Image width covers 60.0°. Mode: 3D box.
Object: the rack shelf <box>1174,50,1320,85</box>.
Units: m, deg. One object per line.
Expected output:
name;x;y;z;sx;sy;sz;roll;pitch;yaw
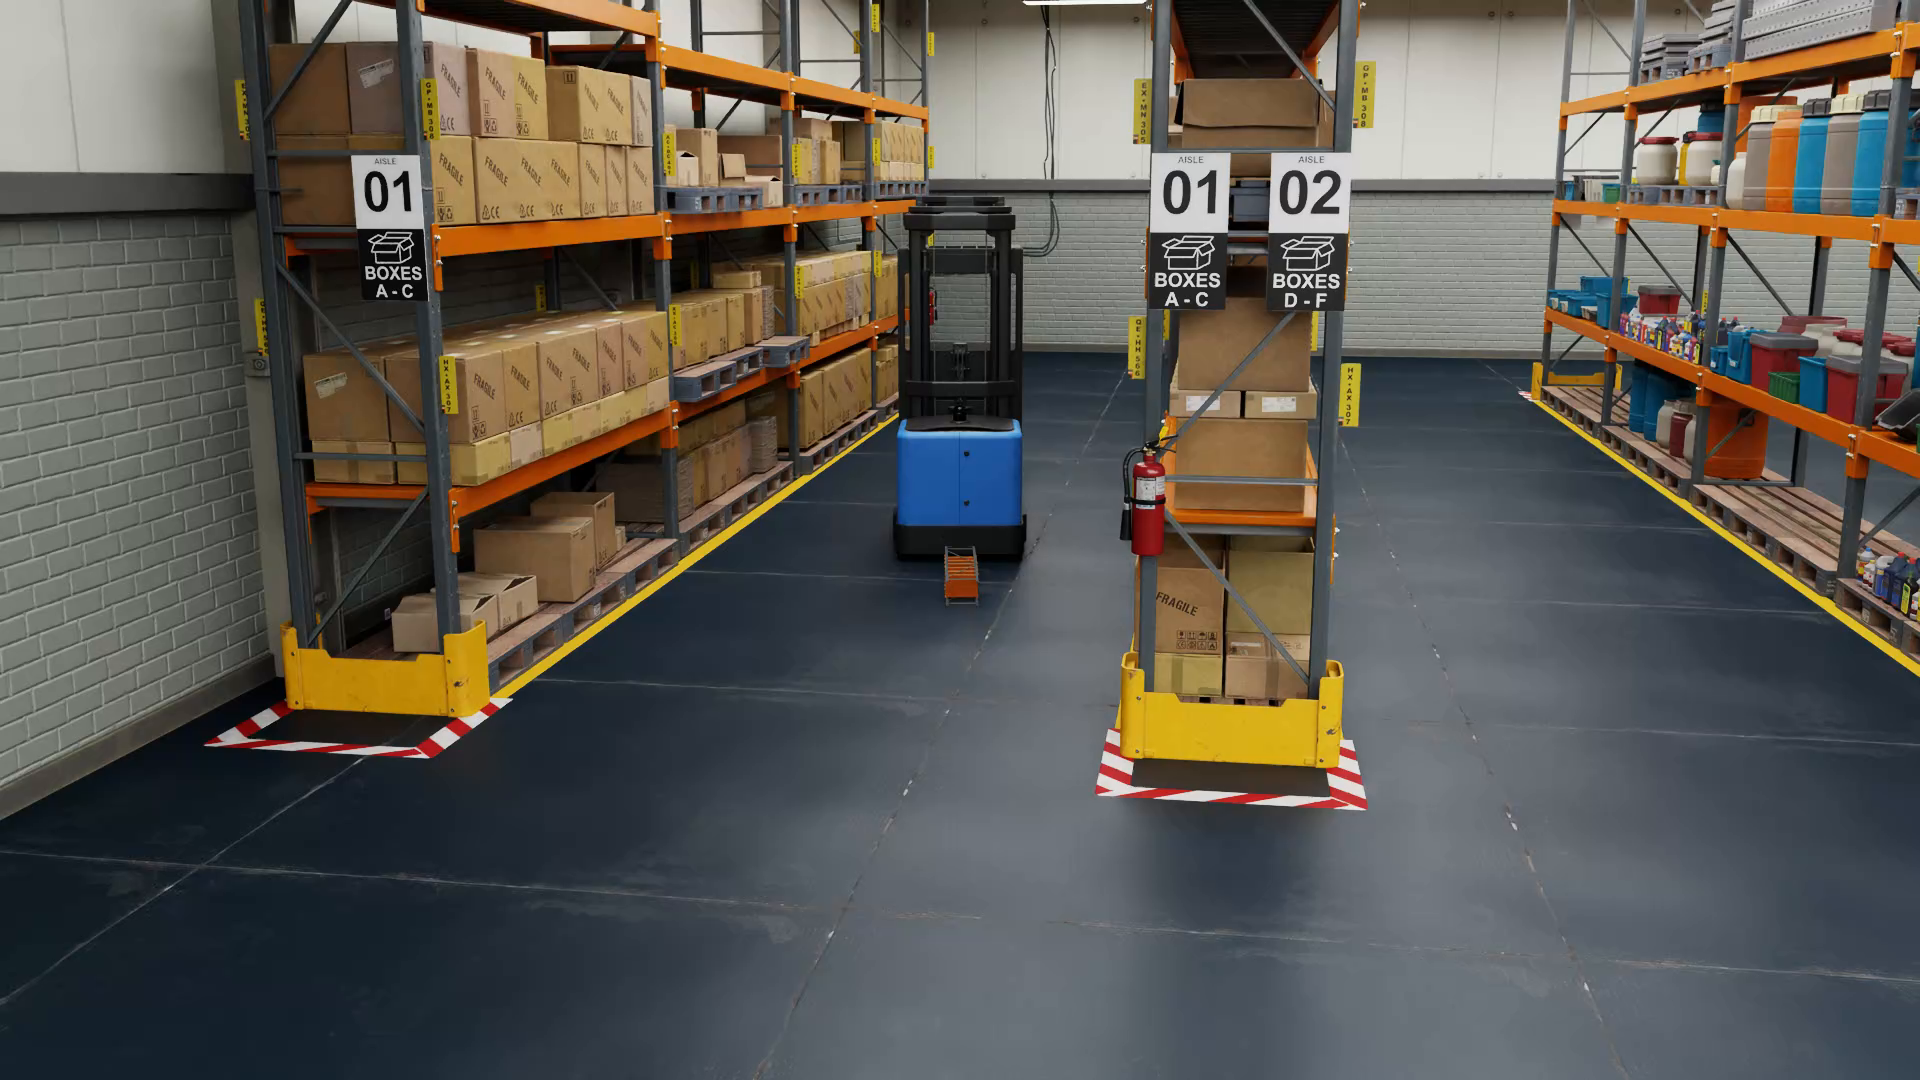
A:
rack shelf;2.395;-3.943;14.088;1.077;0.370;4.000;2;12;9

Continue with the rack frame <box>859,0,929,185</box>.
rack frame;-0.963;-6.732;24.371;1.000;3.000;0.127;2;12;9

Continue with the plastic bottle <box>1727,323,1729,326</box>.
plastic bottle;8.209;-2.182;17.804;0.097;0.271;0.097;0;12;0

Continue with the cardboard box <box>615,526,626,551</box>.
cardboard box;-2.861;-0.019;13.142;0.380;0.166;0.250;0;12;1

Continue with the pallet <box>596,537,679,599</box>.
pallet;-2.877;0.203;13.051;1.003;0.211;1.213;2;12;9

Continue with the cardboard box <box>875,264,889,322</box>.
cardboard box;-1.478;-3.226;21.629;0.980;0.700;0.700;2;12;10

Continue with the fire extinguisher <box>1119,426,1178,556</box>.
fire extinguisher;0.995;-0.262;8.770;0.296;0.674;0.183;2;12;9

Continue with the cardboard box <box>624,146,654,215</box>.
cardboard box;-2.642;-2.713;12.555;0.500;0.500;0.500;2;12;10

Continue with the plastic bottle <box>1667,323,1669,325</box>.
plastic bottle;7.522;-2.156;17.655;0.061;0.283;0.133;2;12;9

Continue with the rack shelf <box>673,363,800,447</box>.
rack shelf;-2.501;-1.366;15.419;1.077;0.370;4.000;2;12;9

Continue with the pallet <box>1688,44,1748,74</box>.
pallet;7.737;-4.607;15.908;1.213;0.211;1.003;2;12;9

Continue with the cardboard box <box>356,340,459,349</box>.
cardboard box;-3.474;-0.981;10.455;0.500;0.500;0.500;2;12;9

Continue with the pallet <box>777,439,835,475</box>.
pallet;-1.997;-0.932;18.319;1.003;0.211;1.213;2;12;9

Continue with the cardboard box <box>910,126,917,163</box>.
cardboard box;-0.893;-5.548;23.339;0.500;0.500;0.500;2;12;10

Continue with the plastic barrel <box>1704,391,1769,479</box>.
plastic barrel;7.654;-1.060;16.445;0.600;0.830;0.708;2;12;9

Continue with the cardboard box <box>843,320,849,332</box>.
cardboard box;-1.536;-2.563;19.813;0.380;0.149;0.250;2;12;9

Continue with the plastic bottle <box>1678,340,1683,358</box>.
plastic bottle;7.353;-1.946;16.875;0.097;0.201;0.097;0;12;0

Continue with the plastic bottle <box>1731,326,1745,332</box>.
plastic bottle;8.195;-2.121;17.508;0.152;0.276;0.135;2;12;9

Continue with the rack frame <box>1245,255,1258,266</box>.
rack frame;2.702;-1.974;16.534;1.000;3.000;0.127;2;12;9

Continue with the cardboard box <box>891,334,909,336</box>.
cardboard box;-0.811;-2.918;24.311;0.380;0.149;0.250;2;12;8

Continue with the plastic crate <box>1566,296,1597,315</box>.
plastic crate;8.261;-3.111;22.064;0.416;0.233;0.300;2;12;9

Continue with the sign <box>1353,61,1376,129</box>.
sign;2.019;-2.222;8.301;0.100;0.325;0.005;2;12;9

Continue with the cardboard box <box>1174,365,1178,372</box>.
cardboard box;1.501;-0.975;10.122;0.380;0.149;0.250;2;12;10

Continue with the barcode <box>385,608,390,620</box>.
barcode;-3.621;0.468;10.516;0.001;0.075;0.075;2;12;9

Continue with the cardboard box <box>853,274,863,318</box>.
cardboard box;-1.469;-2.960;20.117;0.500;0.500;0.500;2;12;9

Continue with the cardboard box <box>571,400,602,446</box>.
cardboard box;-2.805;-0.816;11.468;0.500;0.250;0.500;2;12;9

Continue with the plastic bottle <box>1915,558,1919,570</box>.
plastic bottle;6.589;0.259;11.416;0.144;0.351;0.185;2;12;9

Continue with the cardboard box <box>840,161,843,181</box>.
cardboard box;-1.704;-4.764;21.480;0.500;0.250;0.500;2;12;9

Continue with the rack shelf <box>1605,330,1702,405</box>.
rack shelf;7.904;-1.878;17.793;1.077;0.370;4.000;2;12;9

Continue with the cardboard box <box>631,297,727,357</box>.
cardboard box;-2.533;-1.924;15.021;0.700;0.500;0.500;4;13;16

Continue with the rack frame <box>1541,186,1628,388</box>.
rack frame;8.826;-3.478;23.513;1.000;3.000;0.127;2;12;9

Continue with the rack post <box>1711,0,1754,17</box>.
rack post;7.619;-5.163;15.867;0.624;0.289;0.986;2;12;9

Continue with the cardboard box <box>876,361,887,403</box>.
cardboard box;-1.362;-2.102;22.065;0.700;0.500;0.500;2;12;9

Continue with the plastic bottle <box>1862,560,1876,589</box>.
plastic bottle;6.483;0.246;11.830;0.097;0.201;0.097;0;12;0

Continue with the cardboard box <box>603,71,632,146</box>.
cardboard box;-2.692;-3.087;11.919;0.500;0.500;0.500;3;12;12

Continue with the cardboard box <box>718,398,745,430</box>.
cardboard box;-2.402;-1.225;16.169;0.500;0.250;0.500;2;12;10

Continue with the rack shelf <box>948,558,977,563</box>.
rack shelf;0.006;0.235;12.945;0.258;0.180;0.103;0;12;-1

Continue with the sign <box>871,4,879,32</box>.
sign;-1.040;-6.380;20.330;0.100;0.325;0.005;2;12;9

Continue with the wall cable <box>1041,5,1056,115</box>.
wall cable;2.933;-8.761;29.168;3.097;2.526;0.112;2;12;9

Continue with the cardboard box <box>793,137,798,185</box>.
cardboard box;-2.146;-4.079;17.899;0.700;0.500;0.500;1;12;6

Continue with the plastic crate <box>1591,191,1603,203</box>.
plastic crate;8.031;-4.260;20.647;0.293;0.136;0.466;2;12;9

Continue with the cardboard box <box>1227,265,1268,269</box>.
cardboard box;2.025;-1.732;12.094;0.700;0.500;0.500;2;12;9

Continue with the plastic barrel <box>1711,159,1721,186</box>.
plastic barrel;7.616;-3.645;16.498;0.301;0.262;0.301;0;12;0

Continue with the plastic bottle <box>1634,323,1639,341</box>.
plastic bottle;7.647;-2.345;18.725;0.097;0.201;0.097;0;12;0

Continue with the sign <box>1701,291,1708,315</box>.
sign;8.755;-2.763;19.536;0.100;0.325;0.005;2;12;9

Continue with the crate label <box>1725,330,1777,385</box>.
crate label;7.176;-1.632;14.863;0.502;0.435;0.616;2;12;9

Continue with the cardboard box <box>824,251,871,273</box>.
cardboard box;-1.397;-3.432;20.526;0.500;0.250;0.500;2;12;10

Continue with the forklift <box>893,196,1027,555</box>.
forklift;0.003;-1.564;14.795;1.130;2.935;3.031;0;12;0

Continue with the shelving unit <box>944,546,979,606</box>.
shelving unit;0.008;0.269;12.784;0.258;0.189;1.200;0;12;-1

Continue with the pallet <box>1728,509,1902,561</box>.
pallet;7.249;-0.037;14.162;1.003;0.211;1.213;2;12;9

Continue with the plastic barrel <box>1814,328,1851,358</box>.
plastic barrel;7.584;-1.559;14.341;0.421;0.512;0.421;0;12;0

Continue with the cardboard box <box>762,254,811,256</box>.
cardboard box;-2.052;-3.236;19.619;0.500;0.250;0.500;1;12;7
